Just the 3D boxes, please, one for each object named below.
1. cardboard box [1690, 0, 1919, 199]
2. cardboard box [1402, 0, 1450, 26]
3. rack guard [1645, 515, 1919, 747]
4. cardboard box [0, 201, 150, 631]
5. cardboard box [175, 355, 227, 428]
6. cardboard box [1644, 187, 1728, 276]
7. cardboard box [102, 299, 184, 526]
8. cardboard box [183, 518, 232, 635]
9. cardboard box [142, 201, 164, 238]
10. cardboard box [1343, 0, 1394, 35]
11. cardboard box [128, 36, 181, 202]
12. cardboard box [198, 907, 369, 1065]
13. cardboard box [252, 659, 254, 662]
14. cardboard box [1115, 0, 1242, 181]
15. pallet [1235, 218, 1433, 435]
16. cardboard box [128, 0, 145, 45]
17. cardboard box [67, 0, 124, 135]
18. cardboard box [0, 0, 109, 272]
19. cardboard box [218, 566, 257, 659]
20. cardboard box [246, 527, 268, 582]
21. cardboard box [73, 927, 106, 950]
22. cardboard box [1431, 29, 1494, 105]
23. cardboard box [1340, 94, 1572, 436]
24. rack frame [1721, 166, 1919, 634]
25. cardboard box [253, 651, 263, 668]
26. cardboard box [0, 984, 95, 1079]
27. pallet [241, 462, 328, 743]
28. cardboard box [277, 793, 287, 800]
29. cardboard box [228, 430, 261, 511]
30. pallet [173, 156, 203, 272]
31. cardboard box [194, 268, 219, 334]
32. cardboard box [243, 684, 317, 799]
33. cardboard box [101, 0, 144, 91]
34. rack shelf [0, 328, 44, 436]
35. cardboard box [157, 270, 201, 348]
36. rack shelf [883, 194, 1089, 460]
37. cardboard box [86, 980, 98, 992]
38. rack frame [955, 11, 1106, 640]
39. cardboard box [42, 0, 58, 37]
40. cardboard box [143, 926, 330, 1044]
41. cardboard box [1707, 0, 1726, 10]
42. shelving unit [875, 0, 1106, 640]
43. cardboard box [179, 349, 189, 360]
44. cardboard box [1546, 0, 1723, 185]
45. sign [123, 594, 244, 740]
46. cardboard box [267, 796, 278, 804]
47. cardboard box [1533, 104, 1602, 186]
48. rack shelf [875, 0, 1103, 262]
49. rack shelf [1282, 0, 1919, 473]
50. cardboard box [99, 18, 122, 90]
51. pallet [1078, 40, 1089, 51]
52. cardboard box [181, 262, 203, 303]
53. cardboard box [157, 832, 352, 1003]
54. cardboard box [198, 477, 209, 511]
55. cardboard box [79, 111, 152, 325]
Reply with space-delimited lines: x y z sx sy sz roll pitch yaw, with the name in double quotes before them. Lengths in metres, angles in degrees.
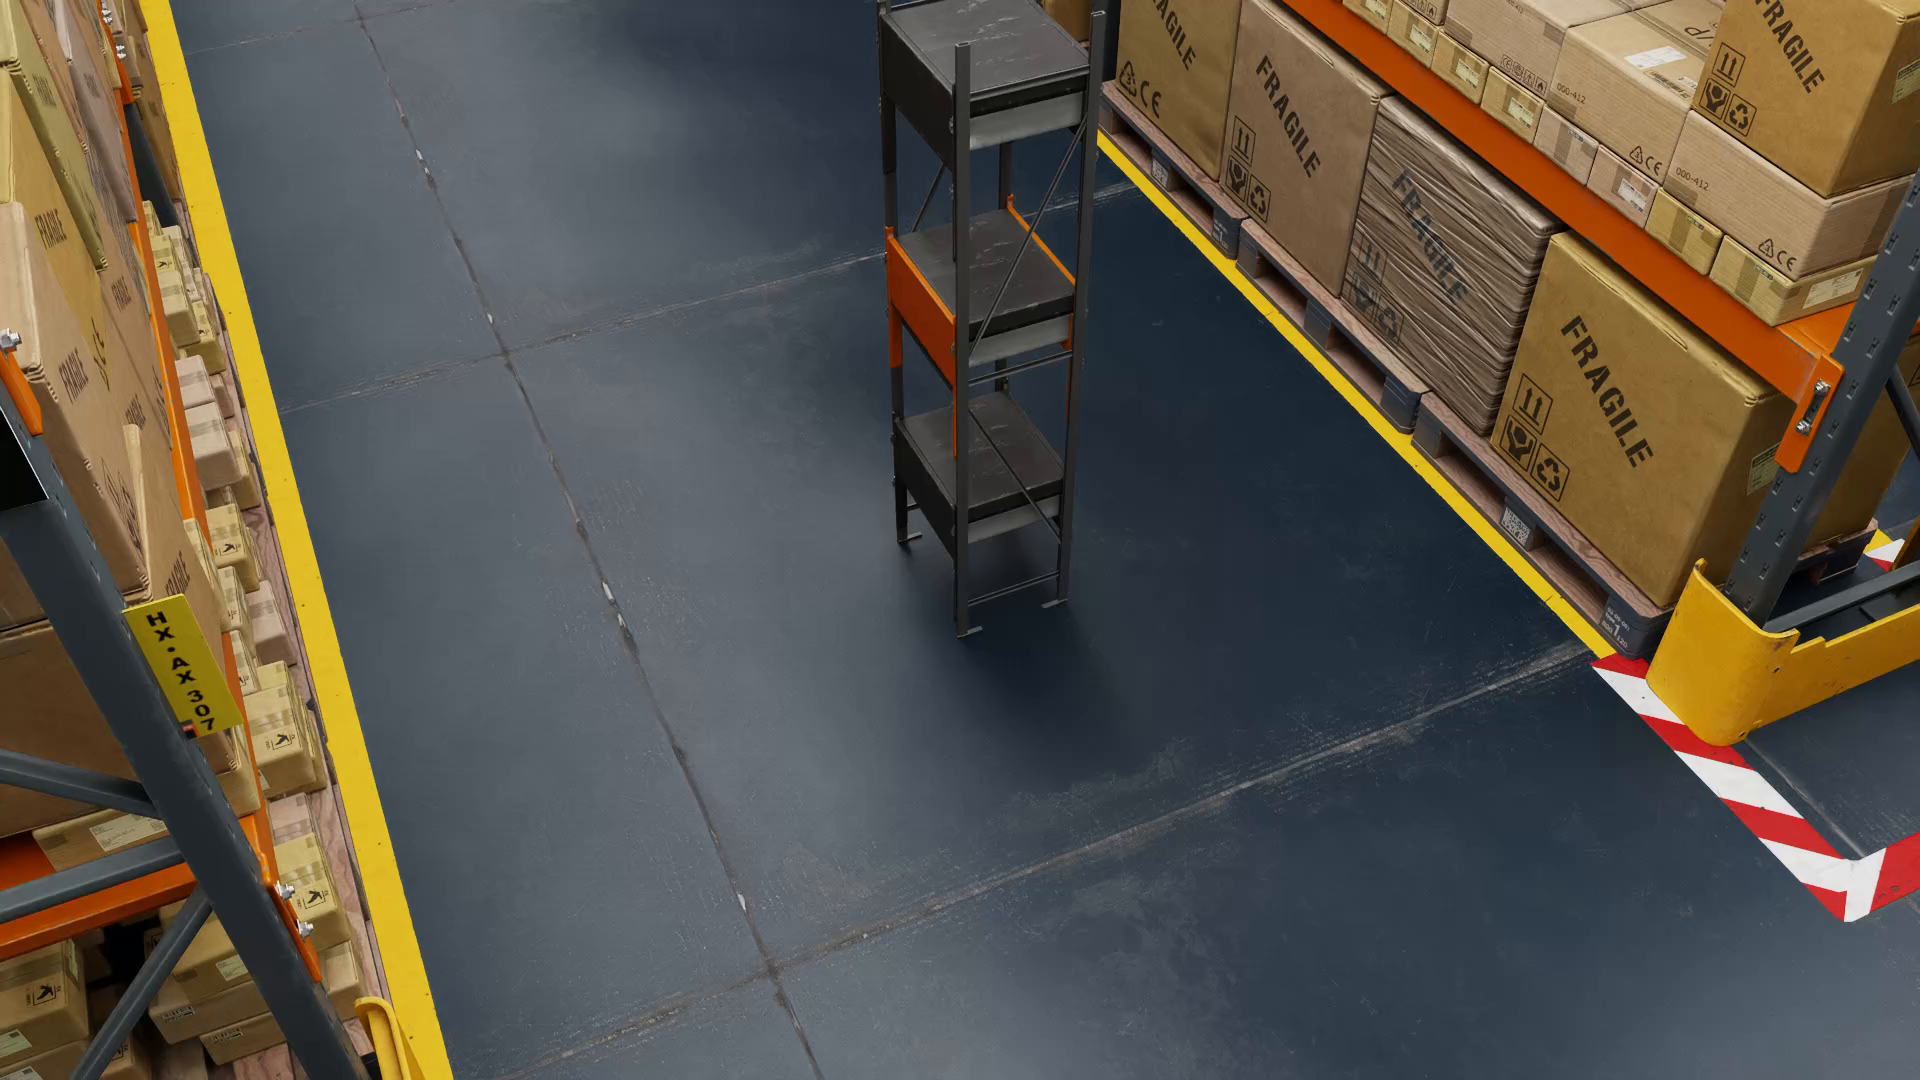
"cardboard box" 2.311 -1.267 4.259 0.500 0.500 0.500 -17 47 -17
"cardboard box" 1.660 -1.976 5.512 0.500 0.250 0.500 -18 47 -17
"rack guard" 2.764 0.190 5.201 1.175 0.500 0.348 -18 47 -17
"cardboard box" -1.737 -0.176 2.798 0.500 0.500 0.500 -18 47 -18
"cardboard box" -2.594 -0.419 5.346 0.380 0.149 0.250 -20 48 -19
"cardboard box" 2.195 -0.920 4.726 0.380 0.149 0.250 -18 47 -17
"cardboard box" -1.975 -0.157 3.490 0.500 0.500 0.500 -18 47 -17
"cardboard box" -1.837 0.135 3.657 0.380 0.149 0.250 -19 48 -19
"cardboard box" -3.085 -1.060 5.996 0.380 0.149 0.250 -17 47 -16
"cardboard box" 1.552 -1.895 5.713 0.380 0.149 0.250 -19 48 -19
"cardboard box" -3.541 -1.672 6.790 0.500 0.500 0.500 -16 47 -16
"cardboard box" -1.718 1.123 4.207 0.380 0.149 0.250 -17 47 -17
"cardboard box" -2.230 0.378 4.750 0.380 0.149 0.250 -20 48 -19
"cardboard box" 1.277 -2.213 7.071 0.875 0.875 0.875 -18 47 -17
"pallet" 1.838 -0.985 6.598 1.003 0.211 1.213 -18 47 -17
"cardboard box" -3.997 -2.339 7.465 0.500 0.500 0.500 -17 47 -17
"cardboard box" -2.794 -1.449 4.800 0.500 0.500 0.500 -19 48 -18
"cardboard box" -2.153 -0.834 3.465 0.500 0.500 0.500 -19 48 -18
"cardboard box" -2.203 0.253 4.665 0.380 0.149 0.250 -16 47 -16
"cardboard box" -2.381 0.141 5.202 0.380 0.149 0.250 -18 47 -17
"cardboard box" -2.295 0.900 4.010 0.380 0.149 0.250 -17 47 -17
"cardboard box" 1.765 -1.570 5.385 0.380 0.149 0.250 -18 47 -17
"cardboard box" 2.030 -1.072 5.914 0.875 0.875 0.875 -18 47 -17
"rack frame" 2.754 -0.715 4.339 1.000 3.000 0.127 -18 47 -17
"cardboard box" -2.215 0.494 4.844 0.380 0.149 0.250 -18 47 -17
"cardboard box" -2.270 1.193 3.924 0.380 0.149 0.250 -19 48 -18
"pallet" -2.639 0.325 5.270 1.003 0.211 1.213 -18 47 -17
"cardboard box" -2.013 0.824 4.510 0.380 0.149 0.250 -18 47 -17
"cardboard box" -2.561 -0.189 5.537 0.380 0.149 0.250 -18 47 -17
"pallet" -3.799 -1.366 6.985 1.003 0.211 1.213 -18 47 -17
"cardboard box" -2.997 -0.849 6.205 0.380 0.149 0.250 -17 47 -17
"cardboard box" -1.915 0.567 4.347 0.380 0.149 0.250 -18 47 -18
"cardboard box" -3.542 -1.939 6.526 0.500 0.250 0.500 -20 48 -19
"rack shelf" -2.630 -1.400 3.410 1.077 0.370 4.000 -18 47 -17
"cardboard box" -2.830 -0.752 5.684 0.380 0.149 0.250 -18 48 -18
"rack shelf" 0.070 -0.632 4.915 0.431 0.518 0.480 -18 47 -17
"cardboard box" -2.399 1.143 4.186 0.380 0.149 0.250 -17 47 -16
"rack frame" 0.172 -0.486 4.748 0.400 2.100 0.015 -18 47 -17
"cardboard box" -2.603 -1.483 4.122 0.500 0.500 0.500 -17 47 -16
"cardboard box" -1.776 1.035 4.084 0.380 0.149 0.250 -16 47 -16
"cardboard box" 2.573 -1.482 5.011 0.500 0.250 0.500 -19 48 -18
"shelving unit" 0.070 -0.642 4.906 0.431 2.100 0.503 -18 47 -17
"cardboard box" -2.779 -0.474 5.614 0.380 0.149 0.250 -18 47 -17
"cardboard box" 2.097 -1.321 4.848 0.500 0.250 0.500 -19 48 -18
"sign" -1.296 0.217 2.778 0.100 0.325 0.005 -18 47 -17
"cardboard box" -2.023 0.714 4.409 0.380 0.149 0.250 -17 47 -17
"cardboard box" 1.986 -1.240 5.050 0.380 0.149 0.250 -17 47 -17
"rack shelf" 0.070 -1.130 4.424 0.431 0.518 0.480 -18 47 -17
"rack shelf" 1.913 -1.733 5.883 1.077 0.370 4.000 -18 47 -17
"cardboard box" -2.931 -1.529 5.343 0.380 0.149 0.250 -19 48 -18
"pallet" 0.679 -2.741 8.377 1.003 0.211 1.213 -18 47 -17
"cardboard box" -2.925 -0.828 5.973 0.380 0.149 0.250 -20 48 -19
"cardboard box" -1.701 0.905 4.004 0.380 0.149 0.250 -20 48 -19
"cardboard box" -2.465 -0.060 4.982 0.380 0.149 0.250 -18 47 -17
"cardboard box" -2.389 -0.796 4.138 0.500 0.500 0.500 -19 48 -18
